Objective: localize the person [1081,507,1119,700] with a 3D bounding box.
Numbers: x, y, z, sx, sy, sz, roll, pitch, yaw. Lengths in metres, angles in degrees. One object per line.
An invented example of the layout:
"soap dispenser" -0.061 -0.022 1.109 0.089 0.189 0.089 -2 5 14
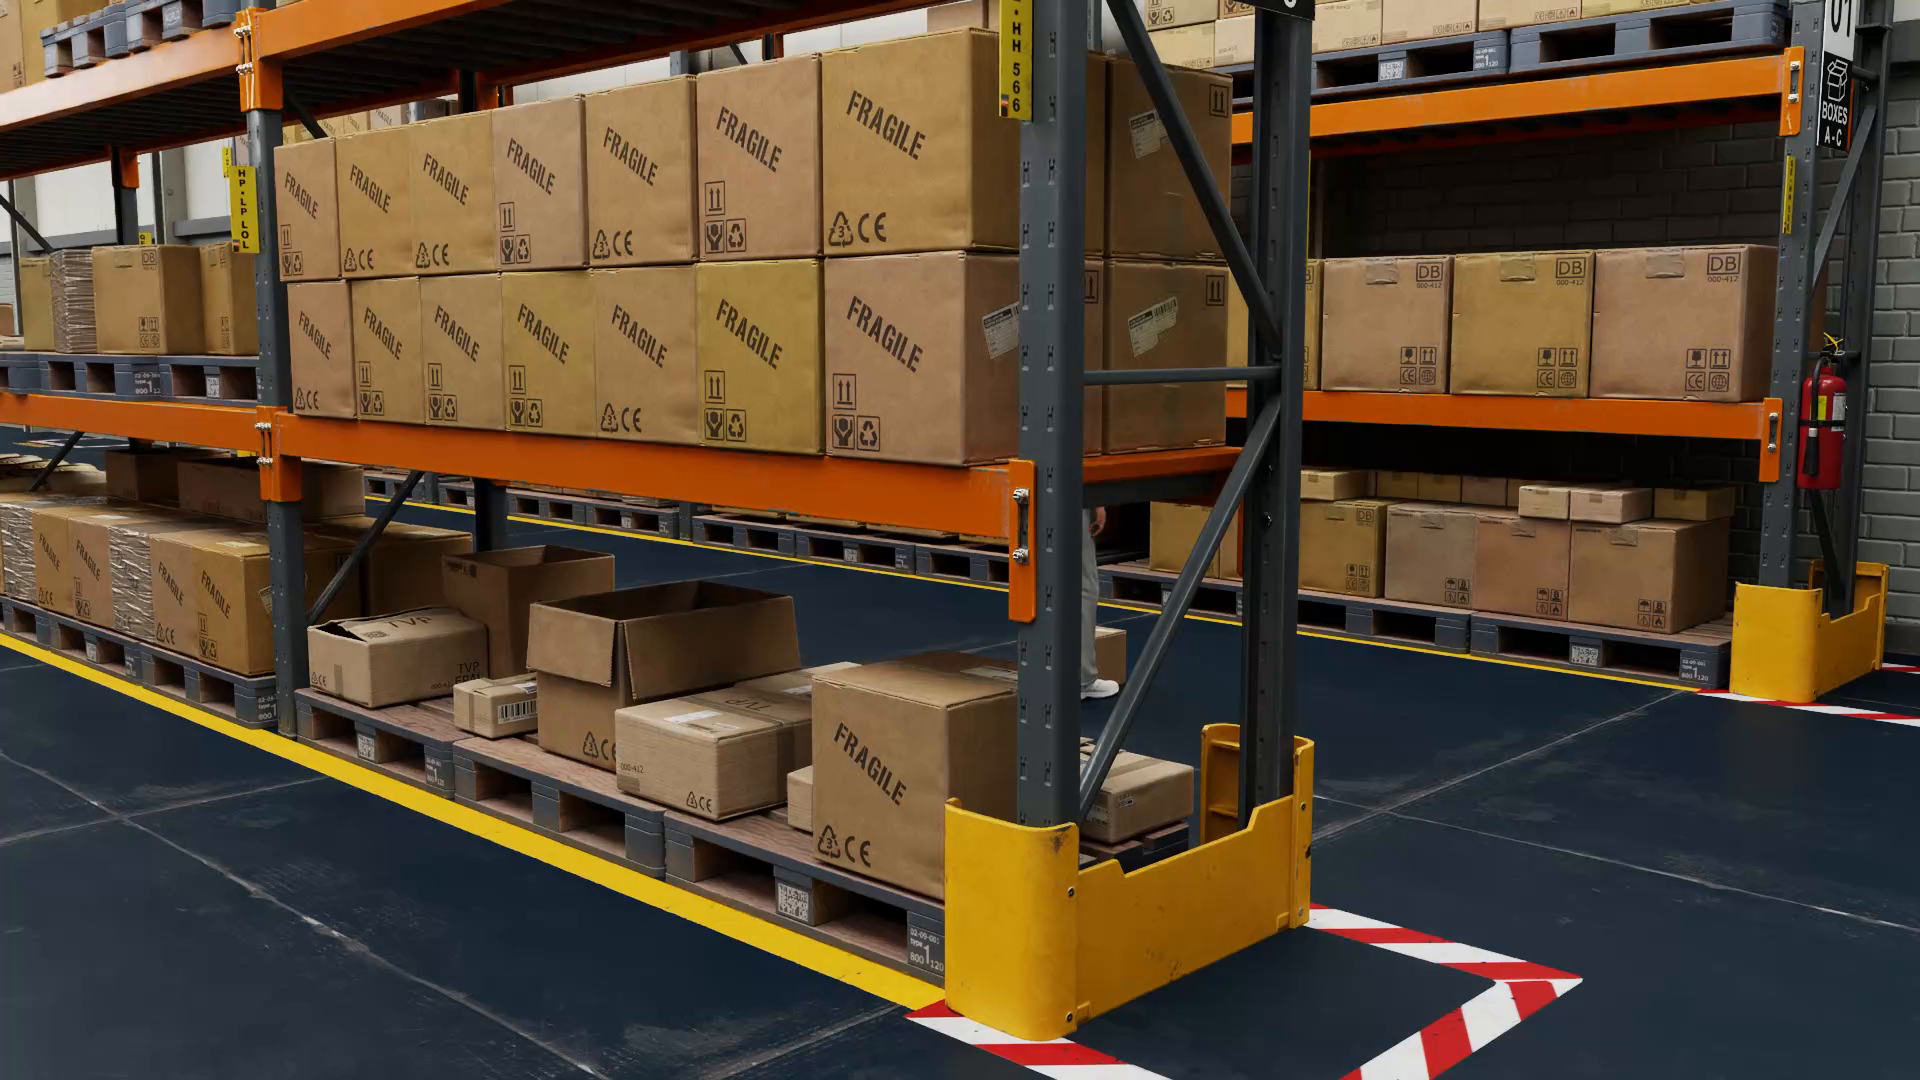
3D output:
"person" 0.430 -0.141 7.394 0.497 1.672 0.351 7 10 43
